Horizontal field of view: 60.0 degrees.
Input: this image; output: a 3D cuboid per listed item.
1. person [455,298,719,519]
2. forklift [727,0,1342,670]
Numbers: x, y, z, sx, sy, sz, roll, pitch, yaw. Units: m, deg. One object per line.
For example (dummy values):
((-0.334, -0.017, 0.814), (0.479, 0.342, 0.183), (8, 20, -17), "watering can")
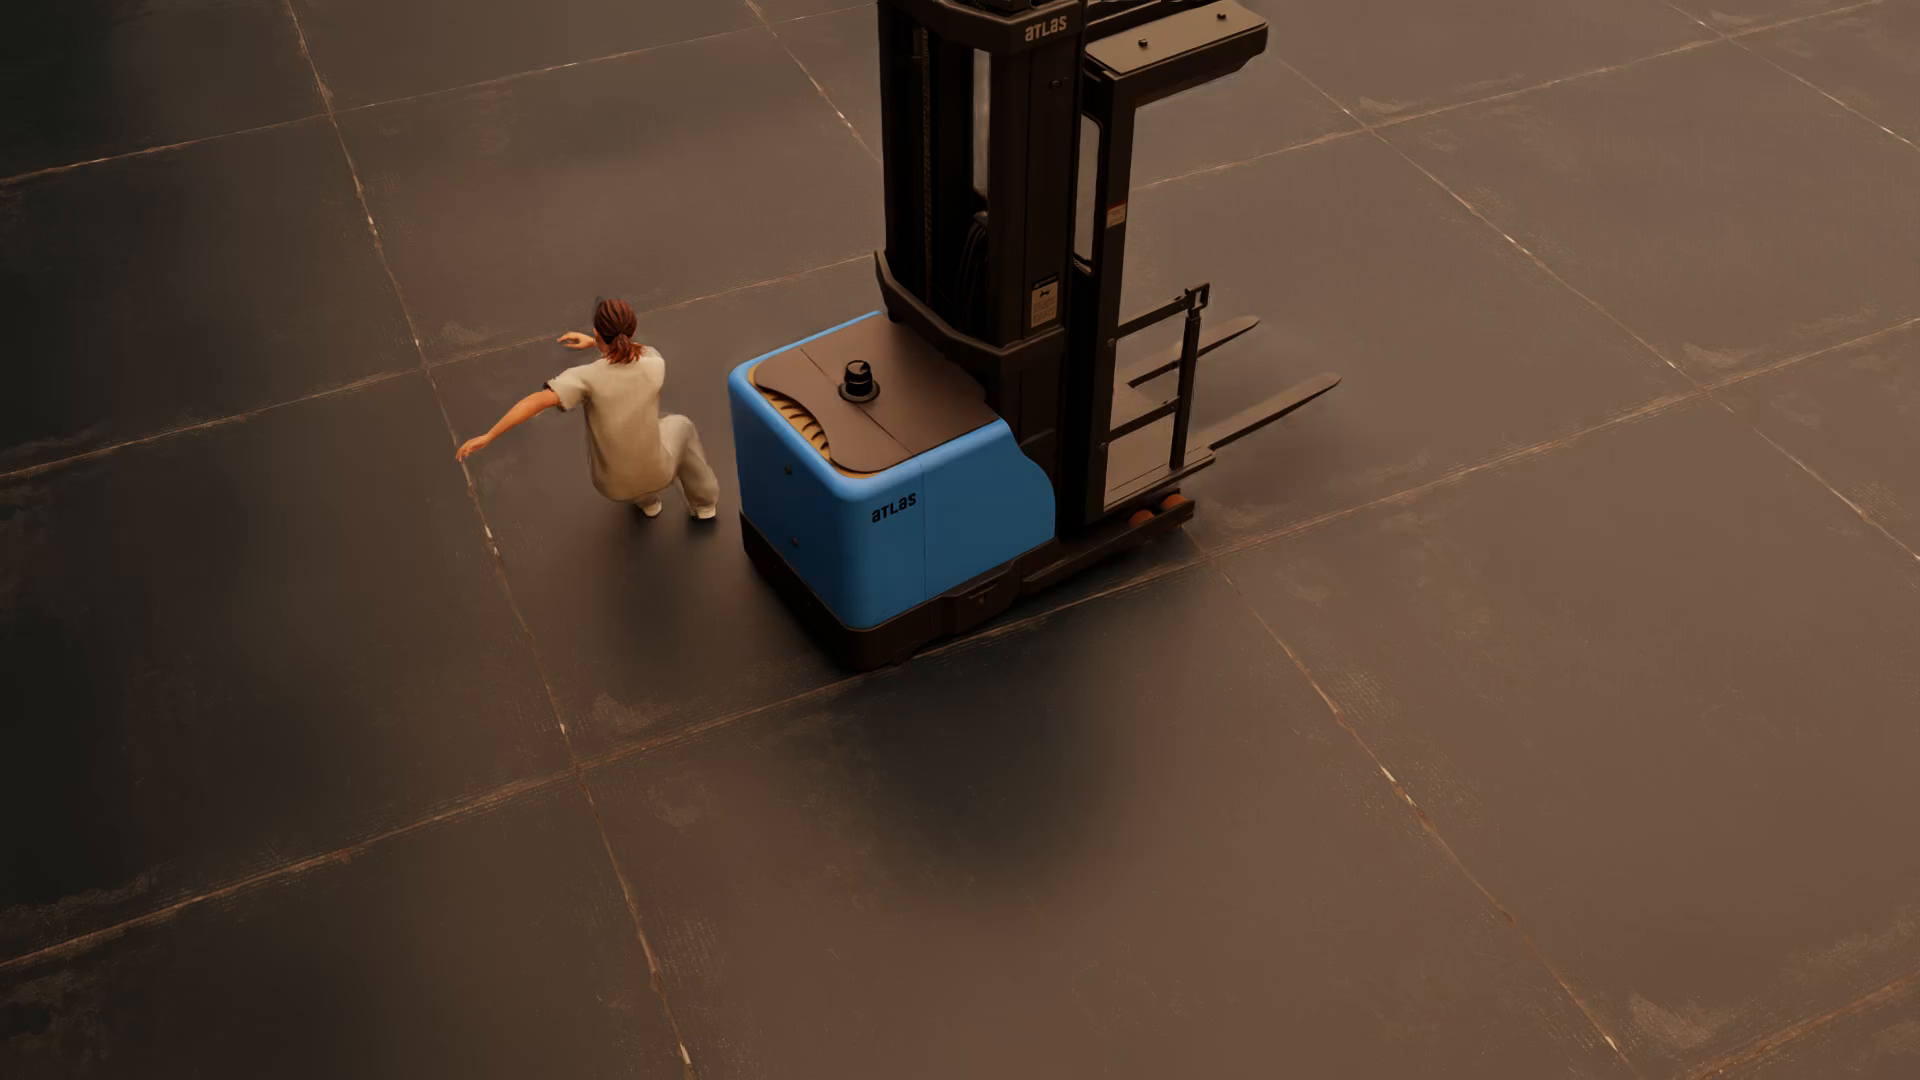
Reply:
((-1.639, -0.445, 7.348), (1.134, 1.359, 0.827), (-15, 45, -15), "person")
((0.496, -1.318, 7.093), (3.031, 2.935, 1.130), (-26, 49, -25), "forklift")
